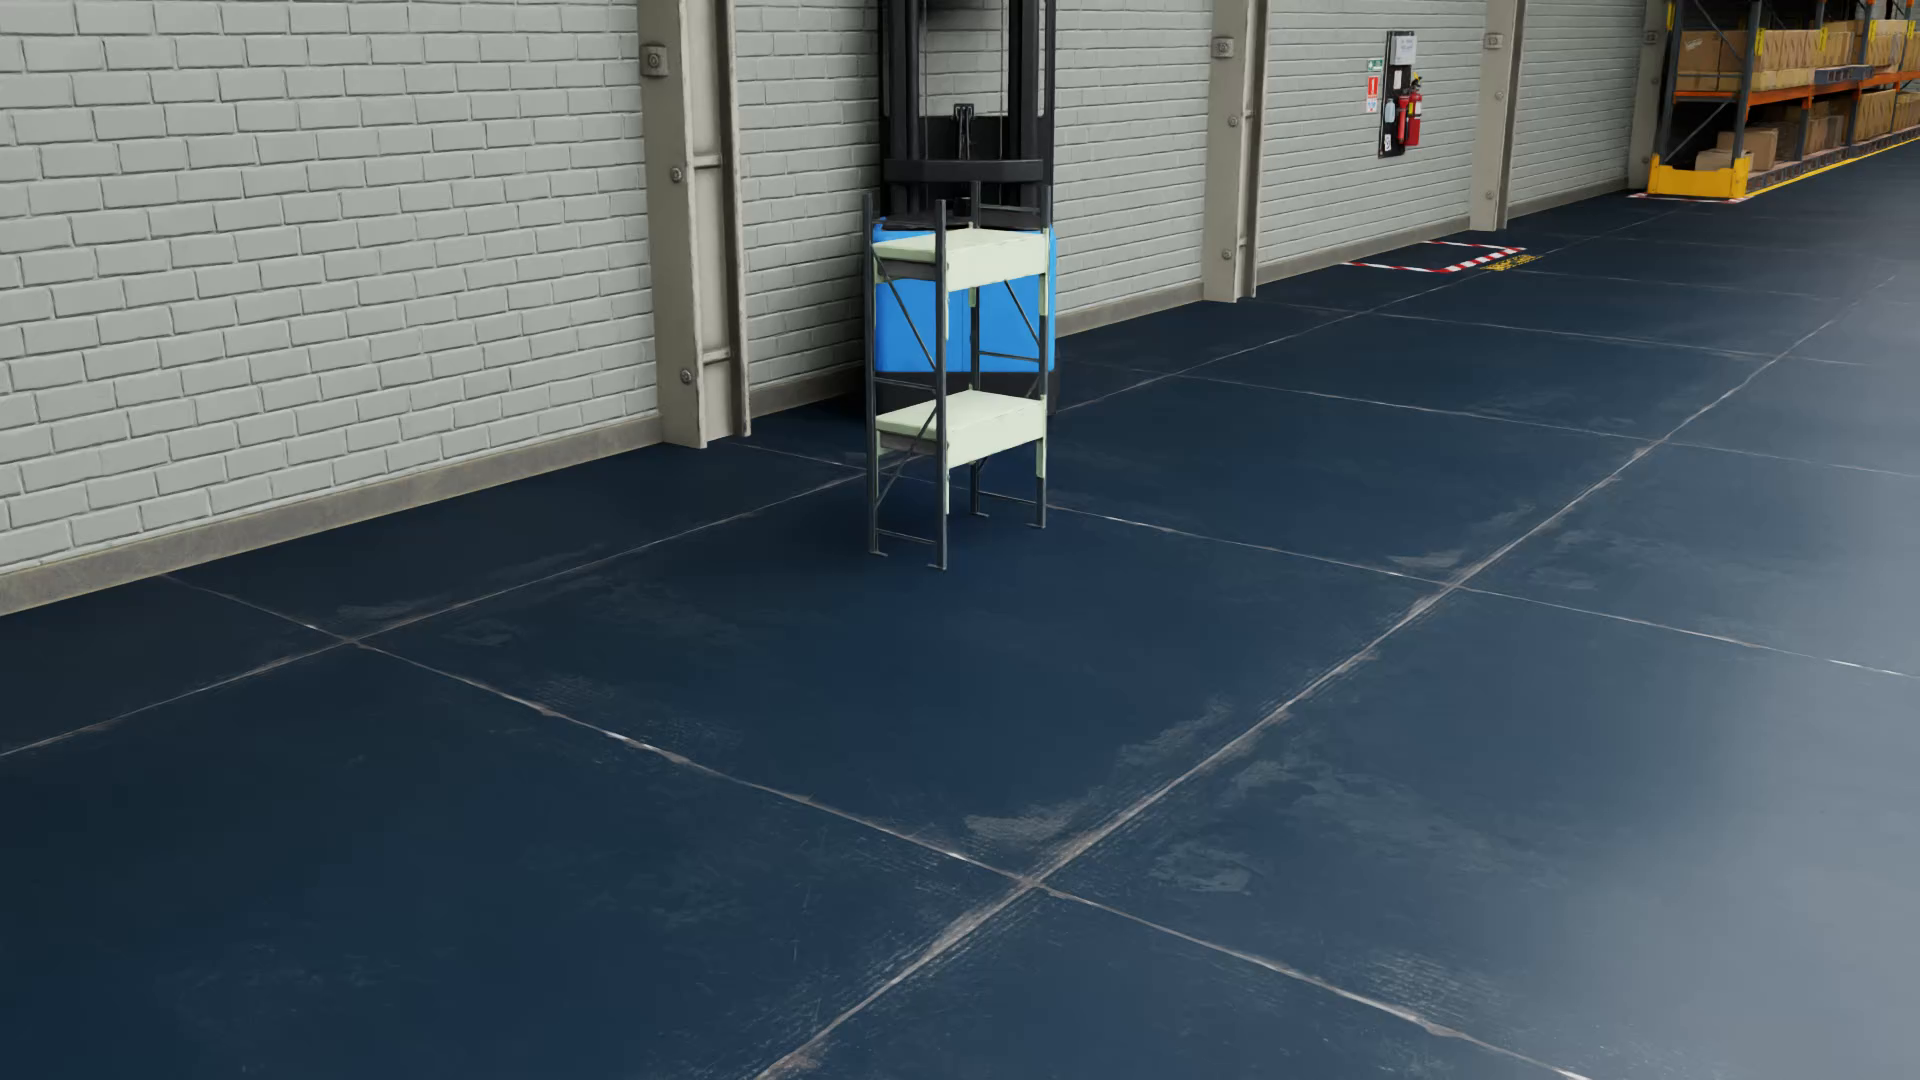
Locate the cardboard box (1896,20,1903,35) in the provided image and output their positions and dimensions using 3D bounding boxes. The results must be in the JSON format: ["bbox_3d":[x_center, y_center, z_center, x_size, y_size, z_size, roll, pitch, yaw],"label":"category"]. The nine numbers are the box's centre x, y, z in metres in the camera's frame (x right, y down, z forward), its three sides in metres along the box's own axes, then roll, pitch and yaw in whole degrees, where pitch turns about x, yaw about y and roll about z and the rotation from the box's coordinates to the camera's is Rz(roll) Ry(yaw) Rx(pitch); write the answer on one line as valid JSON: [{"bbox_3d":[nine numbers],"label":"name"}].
[{"bbox_3d":[16.388,-9.095,29.504,0.500,0.250,0.500,13,21,36],"label":"cardboard box"}]

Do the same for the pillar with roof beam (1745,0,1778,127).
[{"bbox_3d":[16.378,-9.809,23.656,9.100,9.000,0.400,12,21,35],"label":"pillar with roof beam"}]

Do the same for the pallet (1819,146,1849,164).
[{"bbox_3d":[13.923,-6.343,27.315,1.003,0.211,1.213,12,21,35],"label":"pallet"}]

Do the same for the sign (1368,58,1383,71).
[{"bbox_3d":[3.865,-4.420,15.467,0.001,0.109,0.331,12,21,35],"label":"sign"}]

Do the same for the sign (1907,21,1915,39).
[{"bbox_3d":[17.215,-9.235,30.106,0.100,0.325,0.005,12,21,35],"label":"sign"}]

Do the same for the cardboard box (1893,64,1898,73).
[{"bbox_3d":[16.668,-8.508,29.975,0.380,0.149,0.250,13,21,36],"label":"cardboard box"}]

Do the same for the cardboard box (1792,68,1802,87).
[{"bbox_3d":[11.377,-6.440,23.143,0.500,0.250,0.500,12,21,34],"label":"cardboard box"}]

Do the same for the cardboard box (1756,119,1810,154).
[{"bbox_3d":[12.699,-6.235,25.736,0.700,0.500,0.500,12,21,34],"label":"cardboard box"}]

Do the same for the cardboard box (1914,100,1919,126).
[{"bbox_3d":[18.820,-8.589,33.350,0.700,0.500,0.500,12,21,35],"label":"cardboard box"}]

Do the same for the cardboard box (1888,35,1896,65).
[{"bbox_3d":[16.099,-8.617,29.231,0.500,0.500,0.500,12,21,35],"label":"cardboard box"}]

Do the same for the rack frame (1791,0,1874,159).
[{"bbox_3d":[14.390,-7.861,27.500,1.000,3.000,0.127,12,21,35],"label":"rack frame"}]

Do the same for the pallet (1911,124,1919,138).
[{"bbox_3d":[18.743,-8.230,33.391,1.003,0.211,1.213,12,21,35],"label":"pallet"}]

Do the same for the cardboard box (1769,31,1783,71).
[{"bbox_3d":[10.452,-6.428,21.841,0.500,0.500,0.500,12,21,35],"label":"cardboard box"}]

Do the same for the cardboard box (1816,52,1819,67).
[{"bbox_3d":[12.337,-7.281,24.723,0.700,0.500,0.500,12,21,35],"label":"cardboard box"}]

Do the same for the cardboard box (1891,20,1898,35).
[{"bbox_3d":[16.084,-8.973,29.113,0.500,0.250,0.500,13,21,36],"label":"cardboard box"}]

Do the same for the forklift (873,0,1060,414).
[{"bbox_3d":[0.025,-2.476,10.276,1.130,2.935,3.031,0,17,0],"label":"forklift"}]

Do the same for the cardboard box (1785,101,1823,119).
[{"bbox_3d":[13.310,-6.807,26.313,0.500,0.250,0.500,12,21,34],"label":"cardboard box"}]

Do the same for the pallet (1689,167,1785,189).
[{"bbox_3d":[10.908,-5.119,23.371,1.003,0.211,1.213,12,21,35],"label":"pallet"}]

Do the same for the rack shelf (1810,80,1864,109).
[{"bbox_3d":[13.198,-7.041,26.073,1.077,0.370,4.000,12,21,35],"label":"rack shelf"}]

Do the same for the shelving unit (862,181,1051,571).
[{"bbox_3d":[-0.004,-0.715,7.016,0.431,1.500,0.755,12,21,35],"label":"shelving unit"}]

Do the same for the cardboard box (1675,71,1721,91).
[{"bbox_3d":[9.746,-6.039,21.852,0.500,0.250,0.500,13,21,35],"label":"cardboard box"}]

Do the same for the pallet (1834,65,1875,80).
[{"bbox_3d":[14.051,-7.581,26.921,1.213,0.211,1.003,12,21,35],"label":"pallet"}]

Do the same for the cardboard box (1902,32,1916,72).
[{"bbox_3d":[17.110,-9.083,30.930,0.980,0.700,0.700,13,21,36],"label":"cardboard box"}]

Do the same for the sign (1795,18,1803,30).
[{"bbox_3d":[13.942,-8.511,27.641,0.100,0.325,0.005,12,21,35],"label":"sign"}]

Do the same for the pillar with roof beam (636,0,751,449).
[{"bbox_3d":[2.078,-4.092,5.248,9.100,9.000,0.400,12,21,35],"label":"pillar with roof beam"}]

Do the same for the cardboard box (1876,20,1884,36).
[{"bbox_3d":[15.187,-8.609,27.941,0.500,0.250,0.500,12,21,34],"label":"cardboard box"}]

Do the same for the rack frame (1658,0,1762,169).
[{"bbox_3d":[9.623,-5.956,21.364,1.000,3.000,0.127,12,21,35],"label":"rack frame"}]

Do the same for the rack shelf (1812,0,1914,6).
[{"bbox_3d":[15.582,-9.426,28.696,1.077,0.370,4.000,12,21,35],"label":"rack shelf"}]

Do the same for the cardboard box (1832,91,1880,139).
[{"bbox_3d":[15.461,-7.394,28.914,0.750,0.750,0.750,12,21,34],"label":"cardboard box"}]

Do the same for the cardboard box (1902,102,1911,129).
[{"bbox_3d":[17.911,-8.221,32.167,0.700,0.500,0.500,13,21,36],"label":"cardboard box"}]

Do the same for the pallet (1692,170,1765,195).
[{"bbox_3d":[10.181,-4.829,22.439,1.003,0.211,1.213,12,21,35],"label":"pallet"}]

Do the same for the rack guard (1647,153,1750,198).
[{"bbox_3d":[9.669,-4.780,21.793,1.175,0.500,0.348,12,21,35],"label":"rack guard"}]

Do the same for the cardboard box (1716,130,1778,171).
[{"bbox_3d":[10.925,-5.422,23.120,0.700,0.500,0.500,11,20,31],"label":"cardboard box"}]

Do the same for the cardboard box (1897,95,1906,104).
[{"bbox_3d":[17.652,-8.340,31.454,0.380,0.149,0.250,13,22,37],"label":"cardboard box"}]

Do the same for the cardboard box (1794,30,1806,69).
[{"bbox_3d":[11.372,-6.799,23.035,0.500,0.500,0.500,12,21,33],"label":"cardboard box"}]

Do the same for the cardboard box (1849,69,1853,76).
[{"bbox_3d":[14.772,-7.788,27.655,0.380,0.149,0.250,12,21,34],"label":"cardboard box"}]

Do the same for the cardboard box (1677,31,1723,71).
[{"bbox_3d":[9.734,-6.401,21.755,0.500,0.500,0.500,12,21,34],"label":"cardboard box"}]

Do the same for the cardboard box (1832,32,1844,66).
[{"bbox_3d":[13.394,-7.704,26.085,0.700,0.500,0.500,12,21,35],"label":"cardboard box"}]

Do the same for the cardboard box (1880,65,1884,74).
[{"bbox_3d":[16.007,-8.278,29.232,0.380,0.149,0.250,12,21,33],"label":"cardboard box"}]

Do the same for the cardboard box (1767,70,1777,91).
[{"bbox_3d":[10.467,-6.080,21.983,0.500,0.250,0.500,12,21,33],"label":"cardboard box"}]

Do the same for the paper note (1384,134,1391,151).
[{"bbox_3d":[4.107,-3.814,15.952,0.016,0.148,0.142,12,21,35],"label":"paper note"}]

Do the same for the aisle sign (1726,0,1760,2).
[{"bbox_3d":[9.821,-7.127,20.753,0.394,0.787,0.004,12,21,35],"label":"aisle sign"}]

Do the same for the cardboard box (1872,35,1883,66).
[{"bbox_3d":[15.205,-8.254,28.061,0.500,0.500,0.500,13,22,36],"label":"cardboard box"}]

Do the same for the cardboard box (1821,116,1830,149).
[{"bbox_3d":[13.603,-6.594,26.894,0.700,0.500,0.500,12,21,35],"label":"cardboard box"}]

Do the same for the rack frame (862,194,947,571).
[{"bbox_3d":[-0.222,-0.627,6.735,0.400,1.500,0.023,12,21,35],"label":"rack frame"}]
